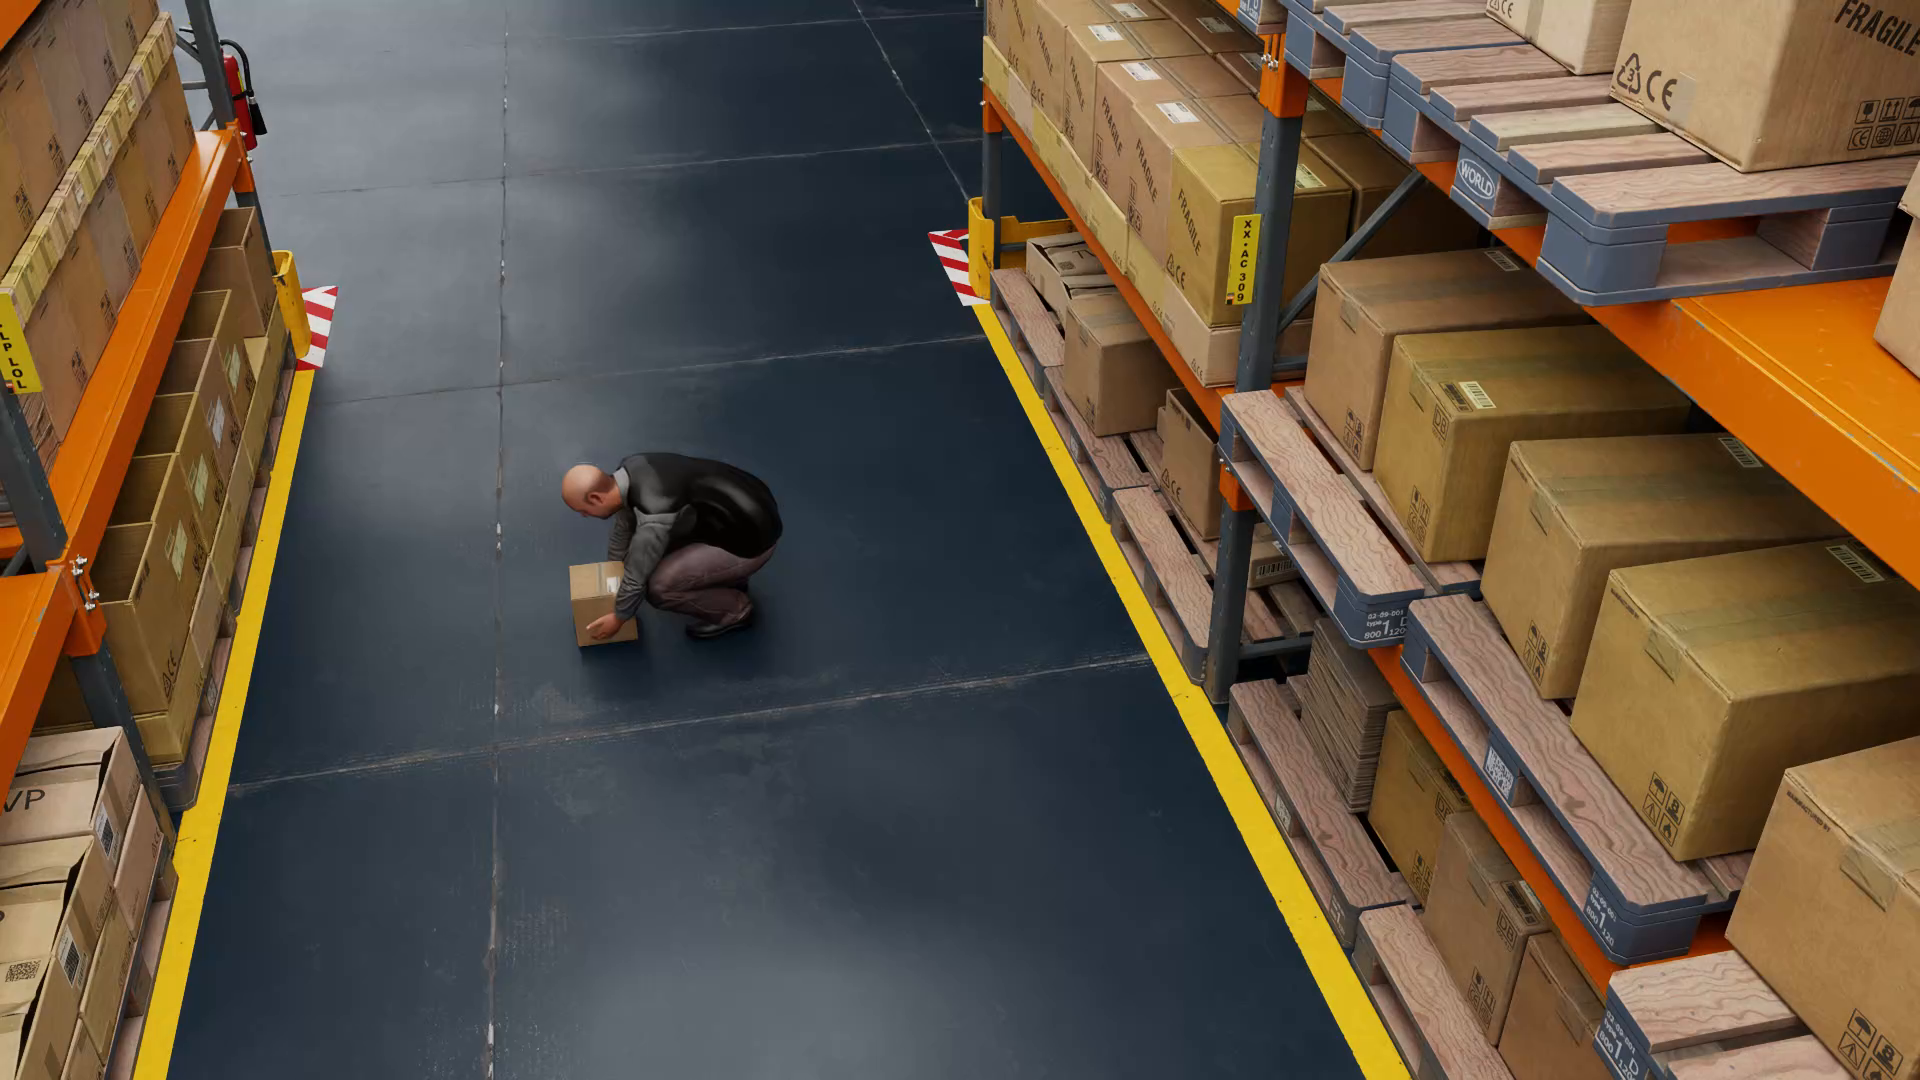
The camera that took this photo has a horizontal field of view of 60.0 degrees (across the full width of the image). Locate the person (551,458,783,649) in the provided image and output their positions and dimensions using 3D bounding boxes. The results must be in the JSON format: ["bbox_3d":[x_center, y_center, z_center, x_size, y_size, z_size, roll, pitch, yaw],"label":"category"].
[{"bbox_3d":[-1.212,0.039,7.008,0.928,0.806,0.513,-8,35,-11],"label":"person"}]
